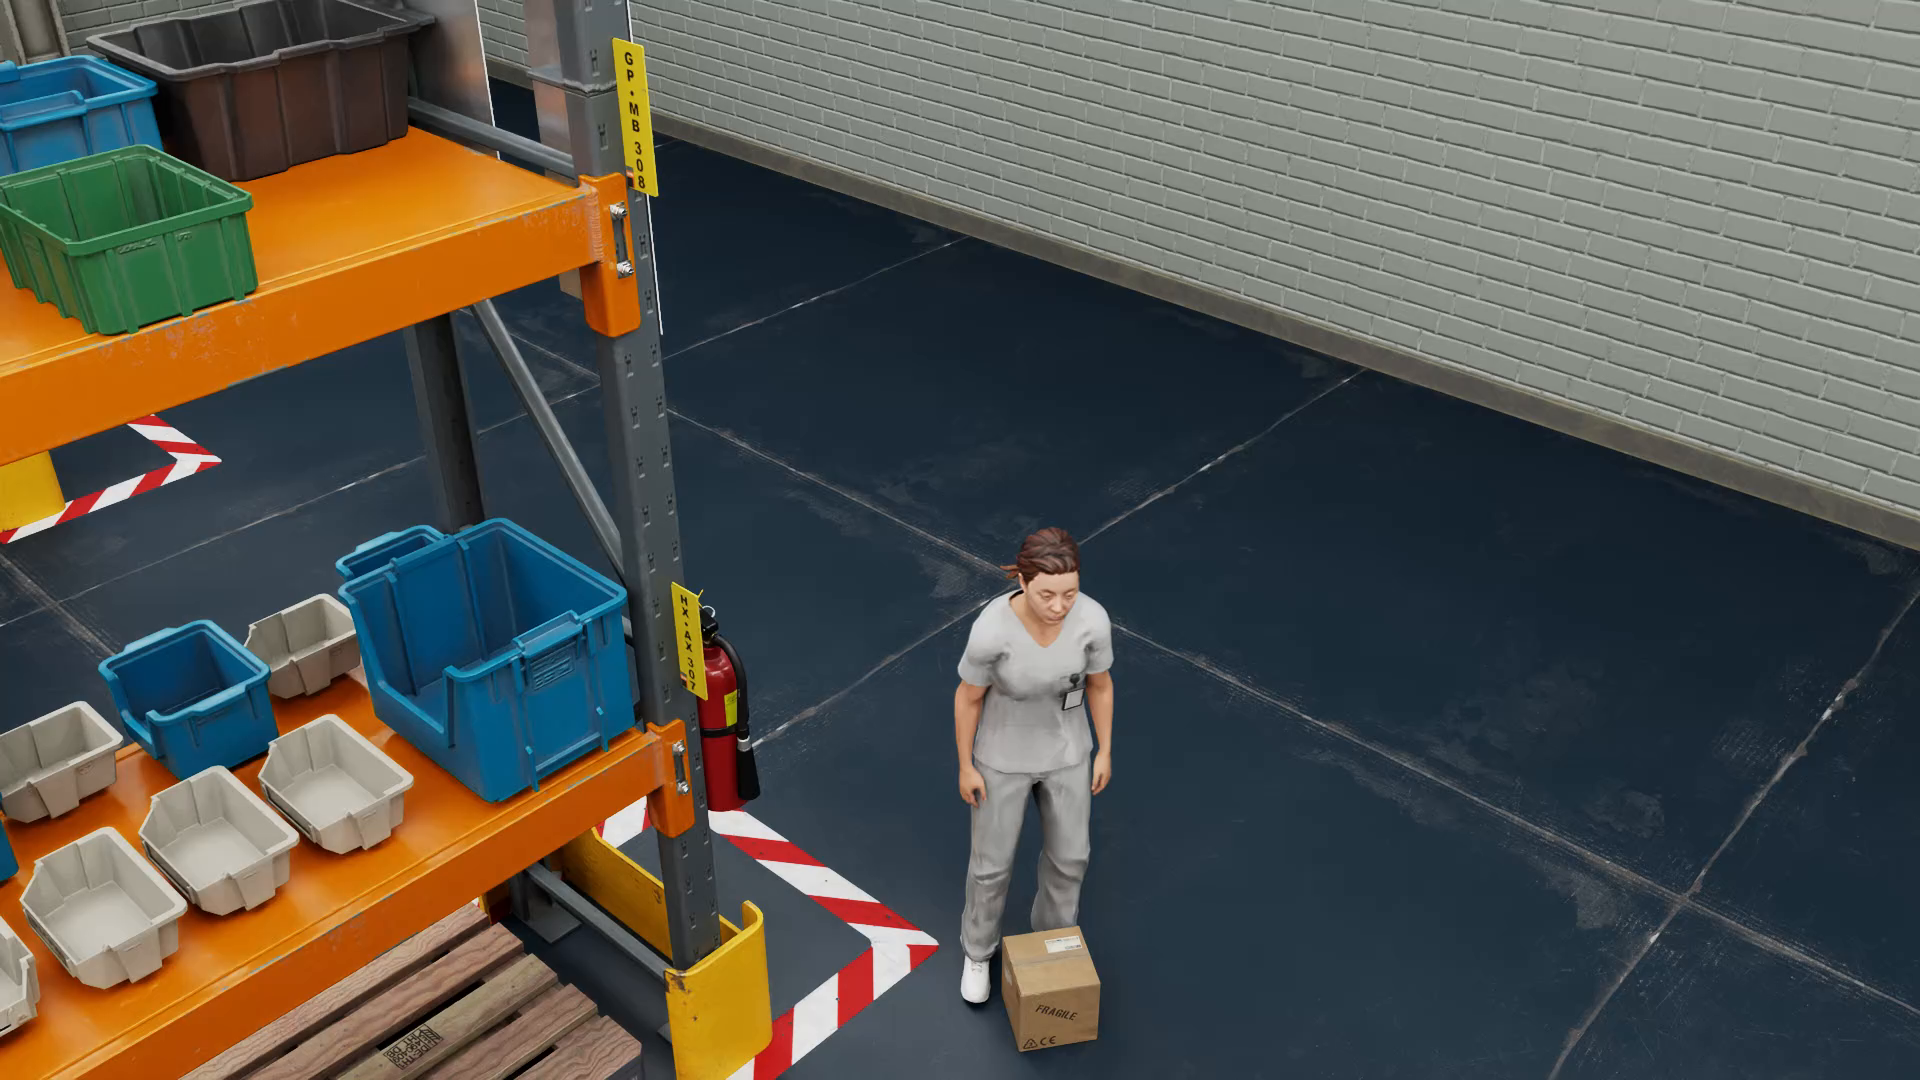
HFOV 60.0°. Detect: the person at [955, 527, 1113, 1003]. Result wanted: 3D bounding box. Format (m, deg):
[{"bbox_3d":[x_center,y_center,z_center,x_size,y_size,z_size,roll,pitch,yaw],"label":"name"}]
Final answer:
[{"bbox_3d":[0.225,0.670,5.039,0.490,1.673,0.354,-6,32,-9],"label":"person"}]
